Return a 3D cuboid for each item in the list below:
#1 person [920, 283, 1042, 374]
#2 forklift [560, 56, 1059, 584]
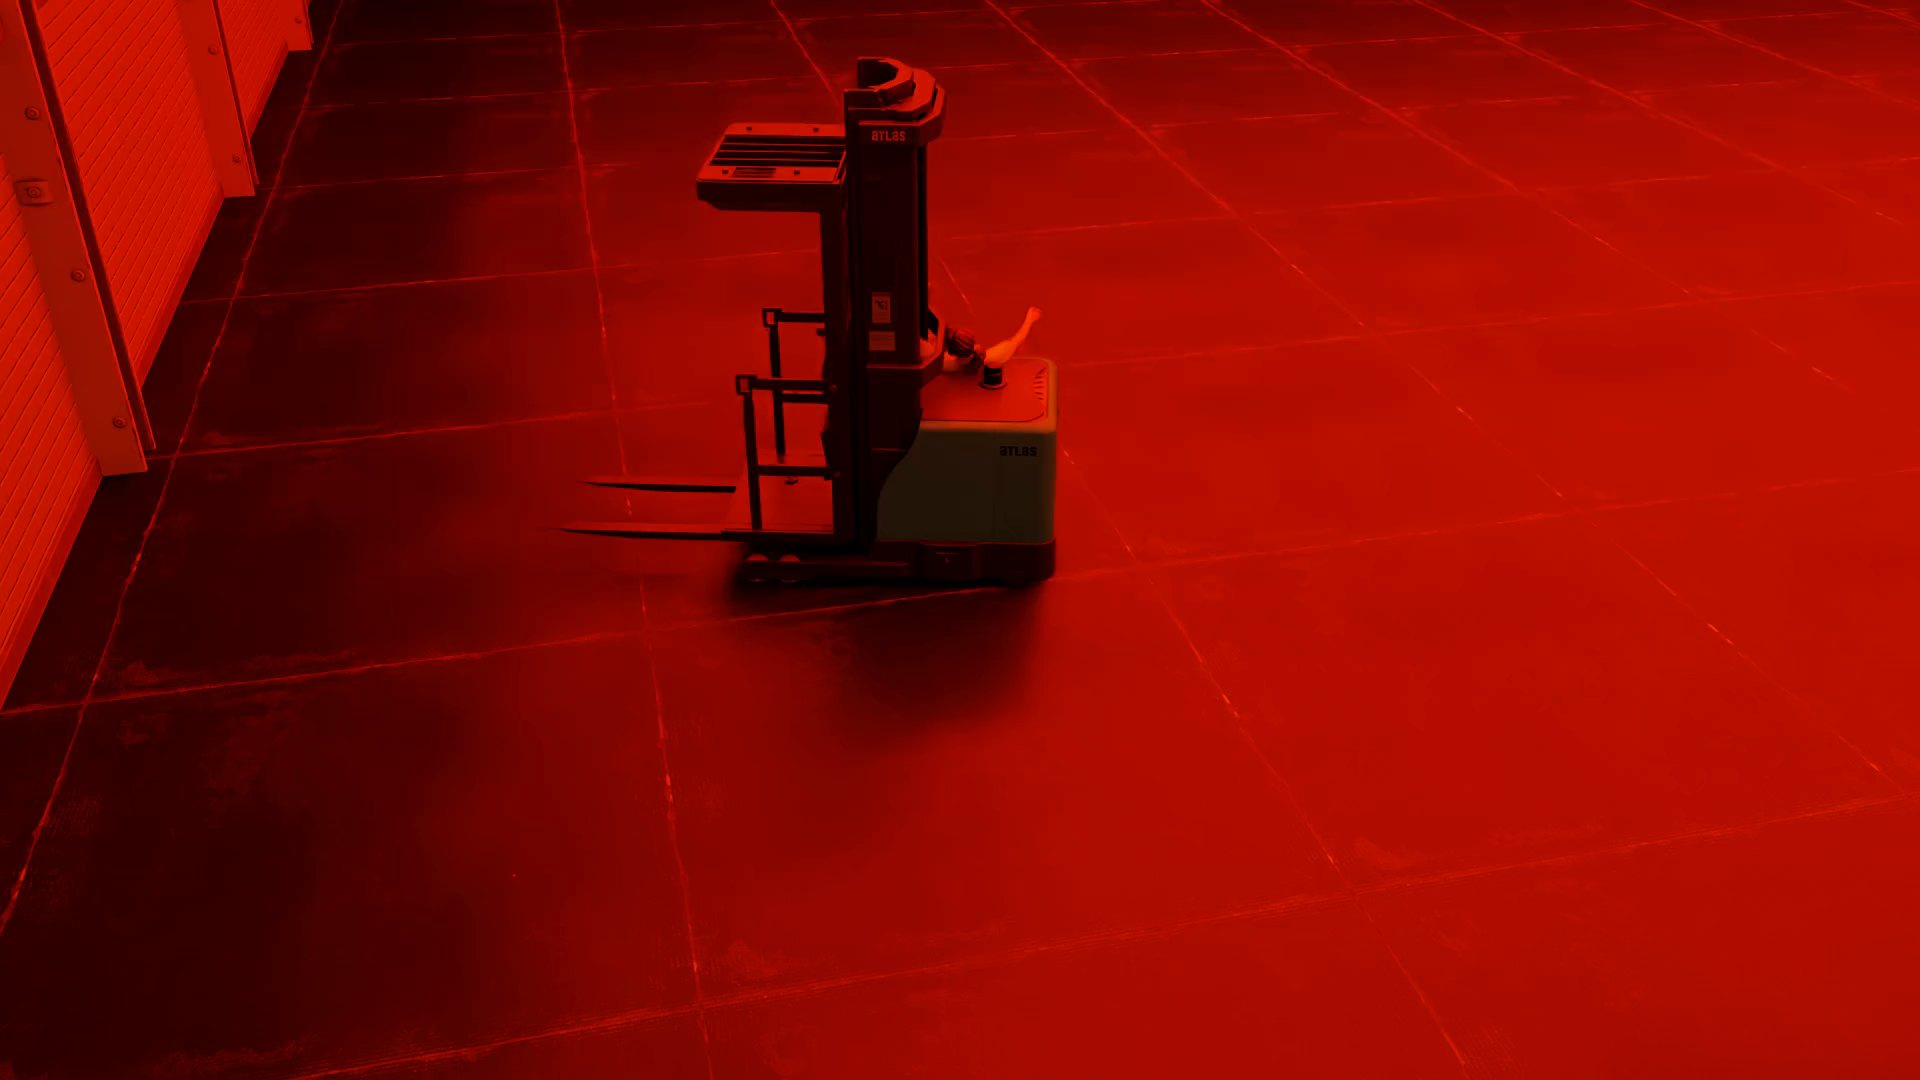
[{"bbox_3d":[0.138,-0.890,10.496,0.992,1.522,0.642,-13,33,-21],"label":"person"},{"bbox_3d":[-0.919,-1.272,9.771,3.031,2.935,1.130,1,30,3],"label":"forklift"}]
